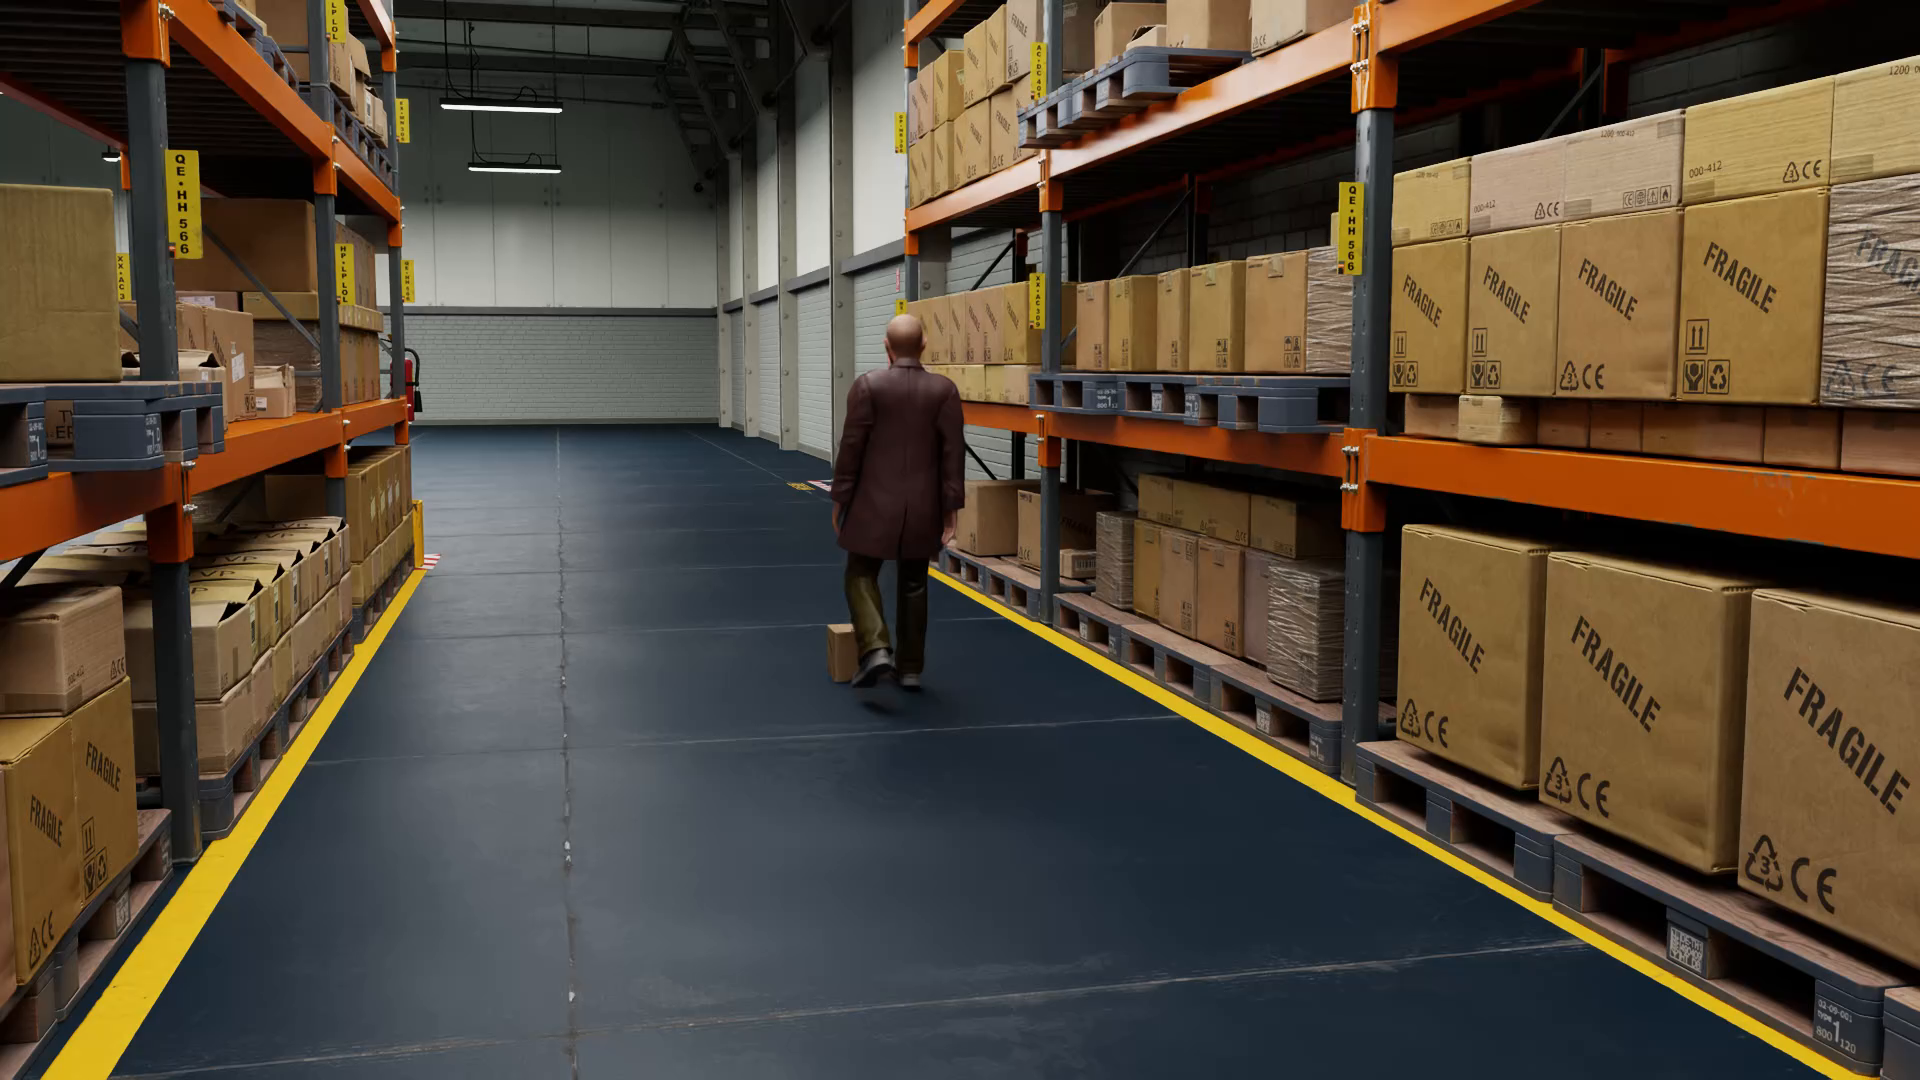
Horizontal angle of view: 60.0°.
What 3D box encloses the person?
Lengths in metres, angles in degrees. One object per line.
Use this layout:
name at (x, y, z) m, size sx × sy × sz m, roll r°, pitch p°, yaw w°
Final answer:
person at (-0.312, -0.166, 7.792) m, size 0.618 × 1.766 × 0.800 m, roll -2°, pitch 6°, yaw -18°
